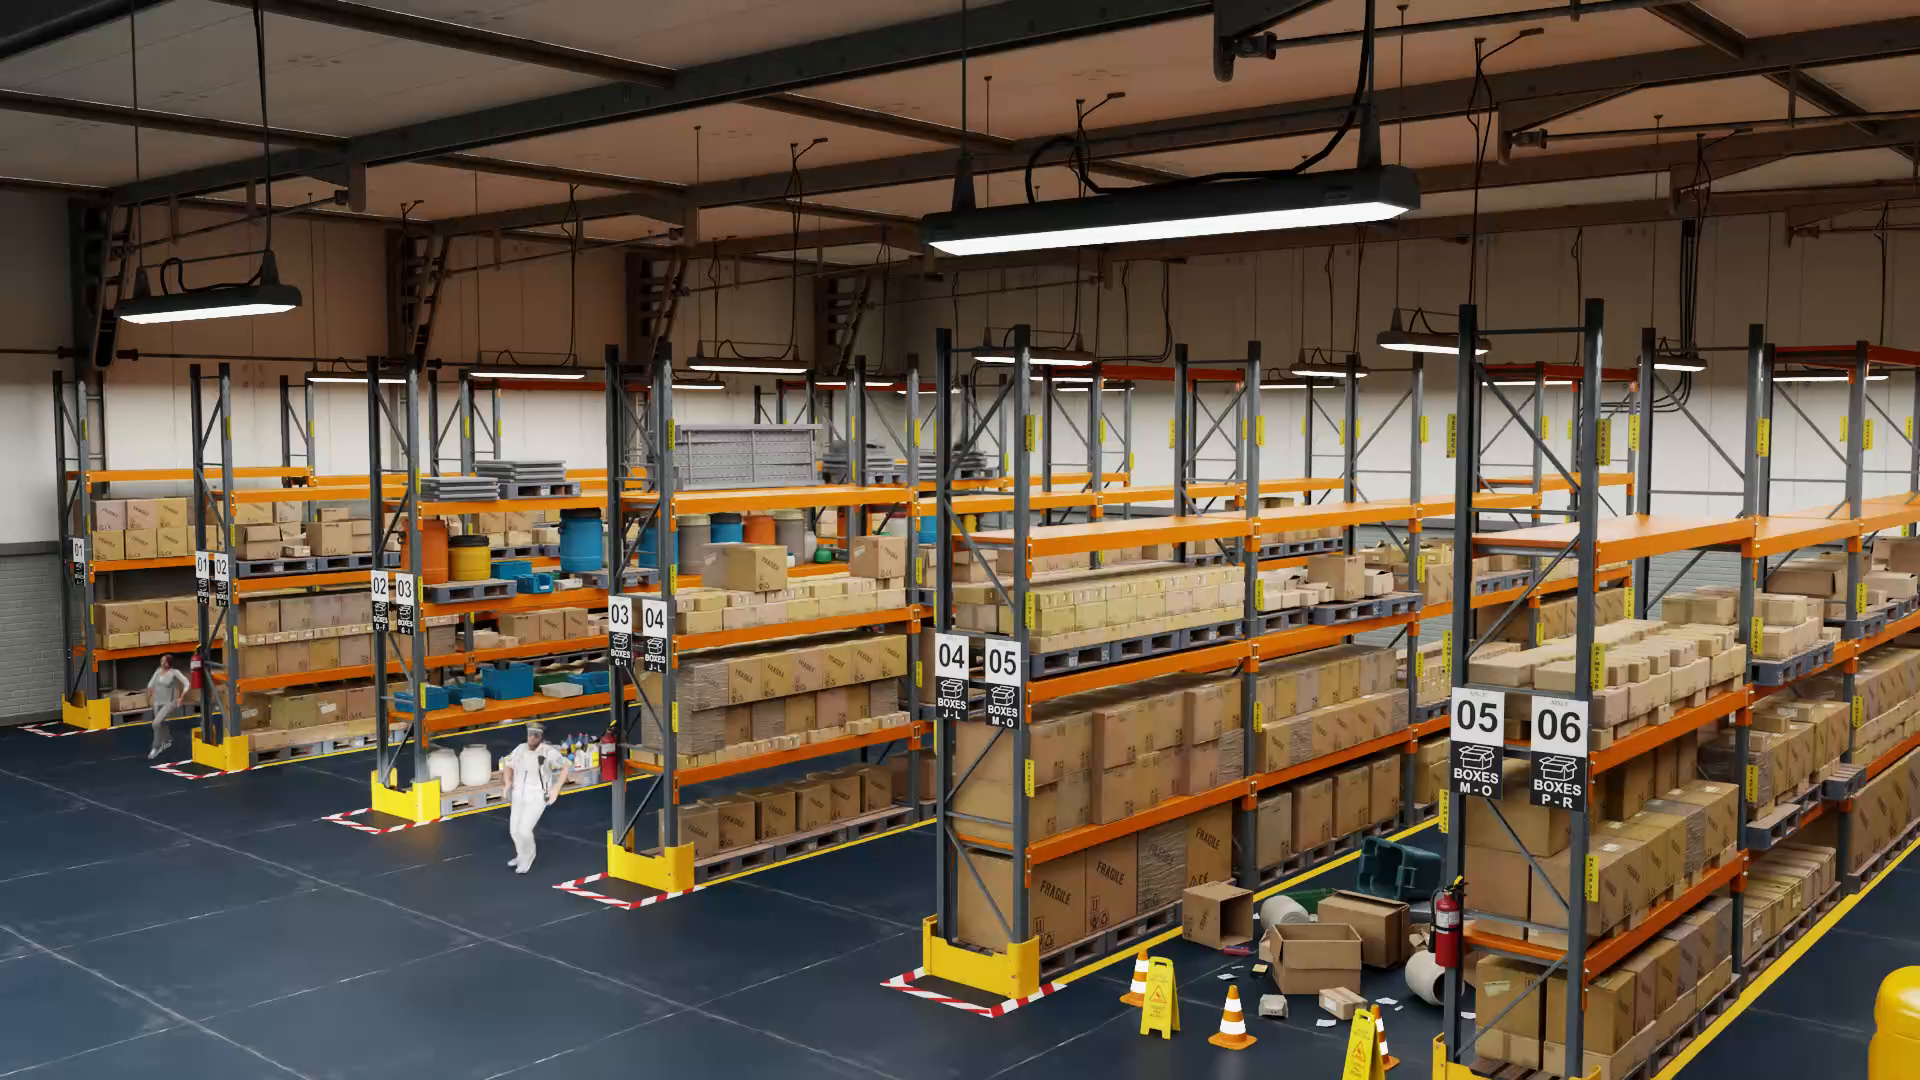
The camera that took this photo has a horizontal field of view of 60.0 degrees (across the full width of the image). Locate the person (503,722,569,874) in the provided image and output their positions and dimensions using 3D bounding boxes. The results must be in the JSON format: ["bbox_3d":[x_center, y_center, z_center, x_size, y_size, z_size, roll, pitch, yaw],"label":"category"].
[{"bbox_3d":[-4.894,2.940,18.985,0.720,1.764,0.636,1,4,16],"label":"person"}]

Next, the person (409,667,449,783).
[{"bbox_3d":[-7.643,2.615,23.983,0.610,1.667,0.757,3,5,33],"label":"person"}]

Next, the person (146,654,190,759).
[{"bbox_3d":[-12.198,2.540,25.569,0.613,1.606,0.612,1,4,14],"label":"person"}]
